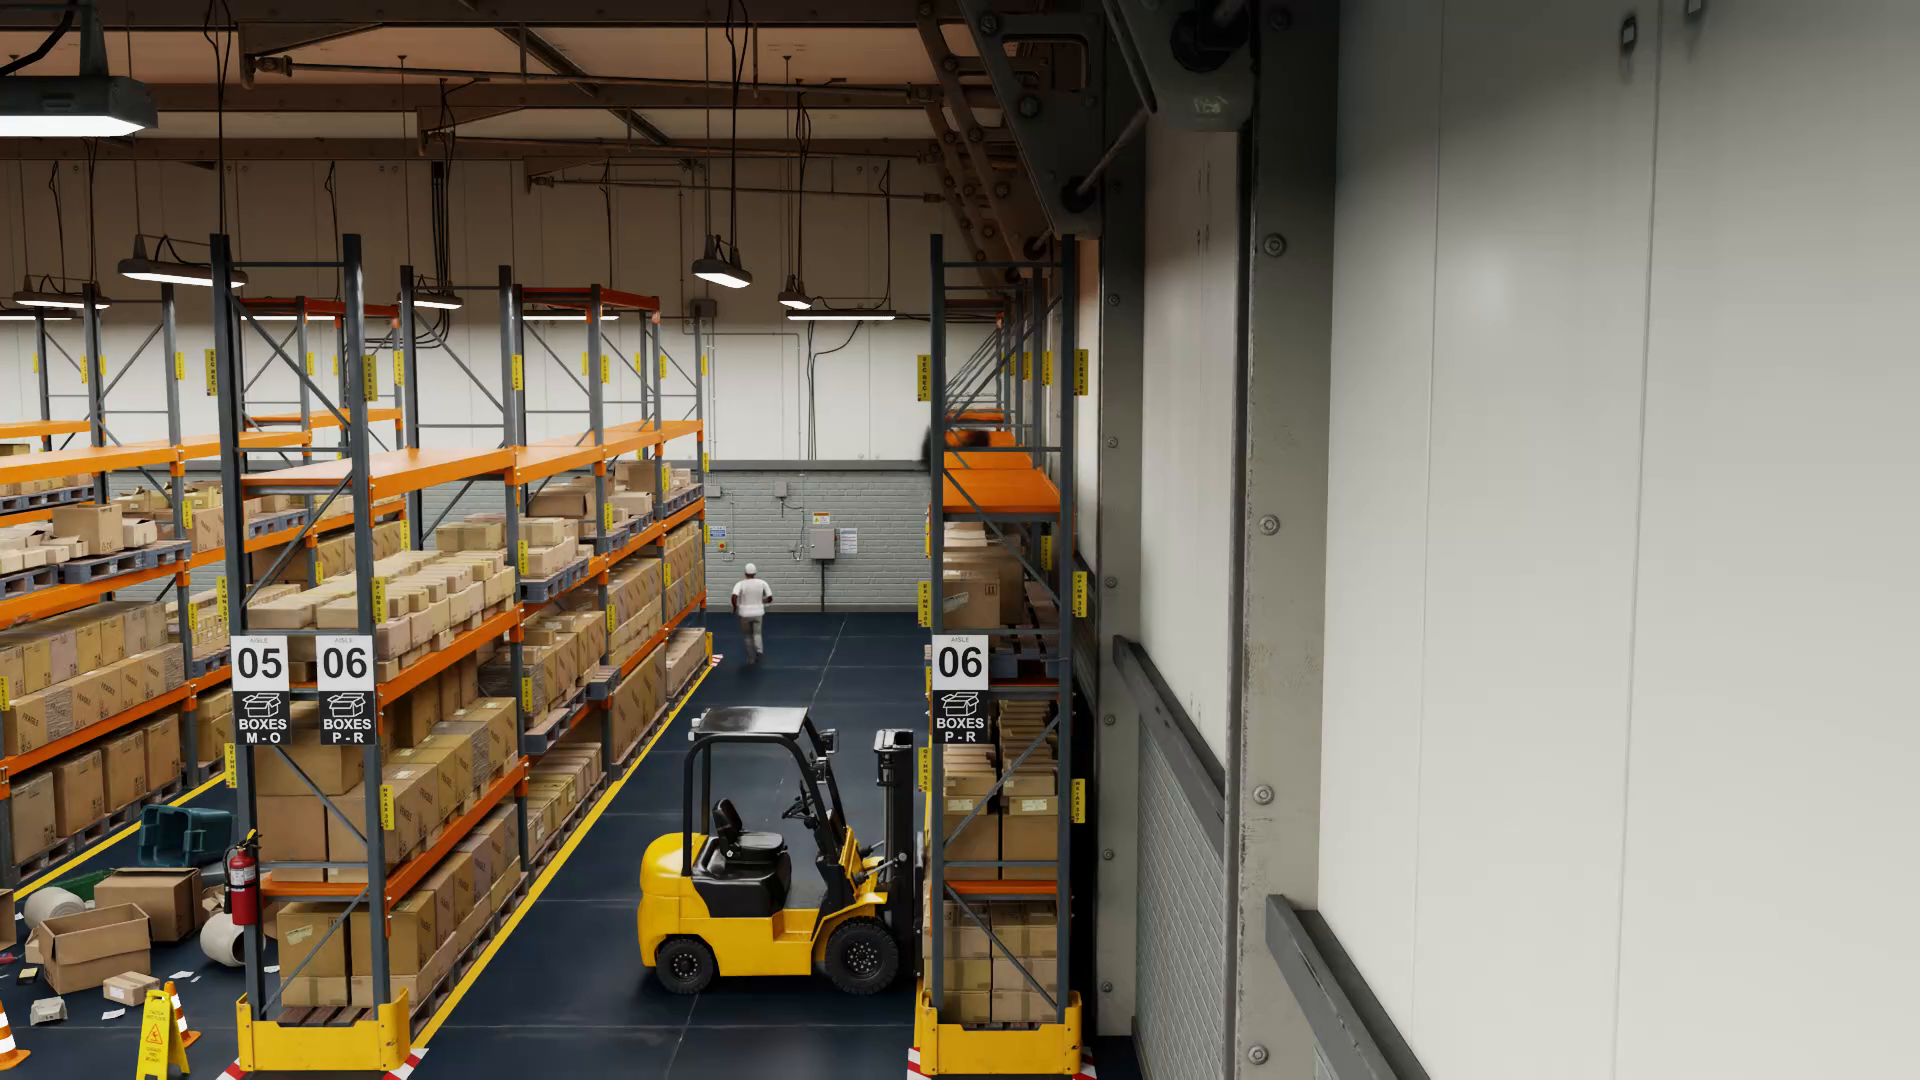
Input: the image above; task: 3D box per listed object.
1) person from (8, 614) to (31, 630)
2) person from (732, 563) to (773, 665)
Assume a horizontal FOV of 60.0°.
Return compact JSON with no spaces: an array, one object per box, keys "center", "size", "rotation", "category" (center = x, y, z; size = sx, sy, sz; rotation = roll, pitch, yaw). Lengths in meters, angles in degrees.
[{"center":[-12.758,1.793,22.641],"size":[0.639,1.831,0.724],"rotation":[0,6,-3],"category":"person"},{"center":[-3.461,1.251,27.598],"size":[0.700,1.749,0.919],"rotation":[-2,7,-15],"category":"person"}]
